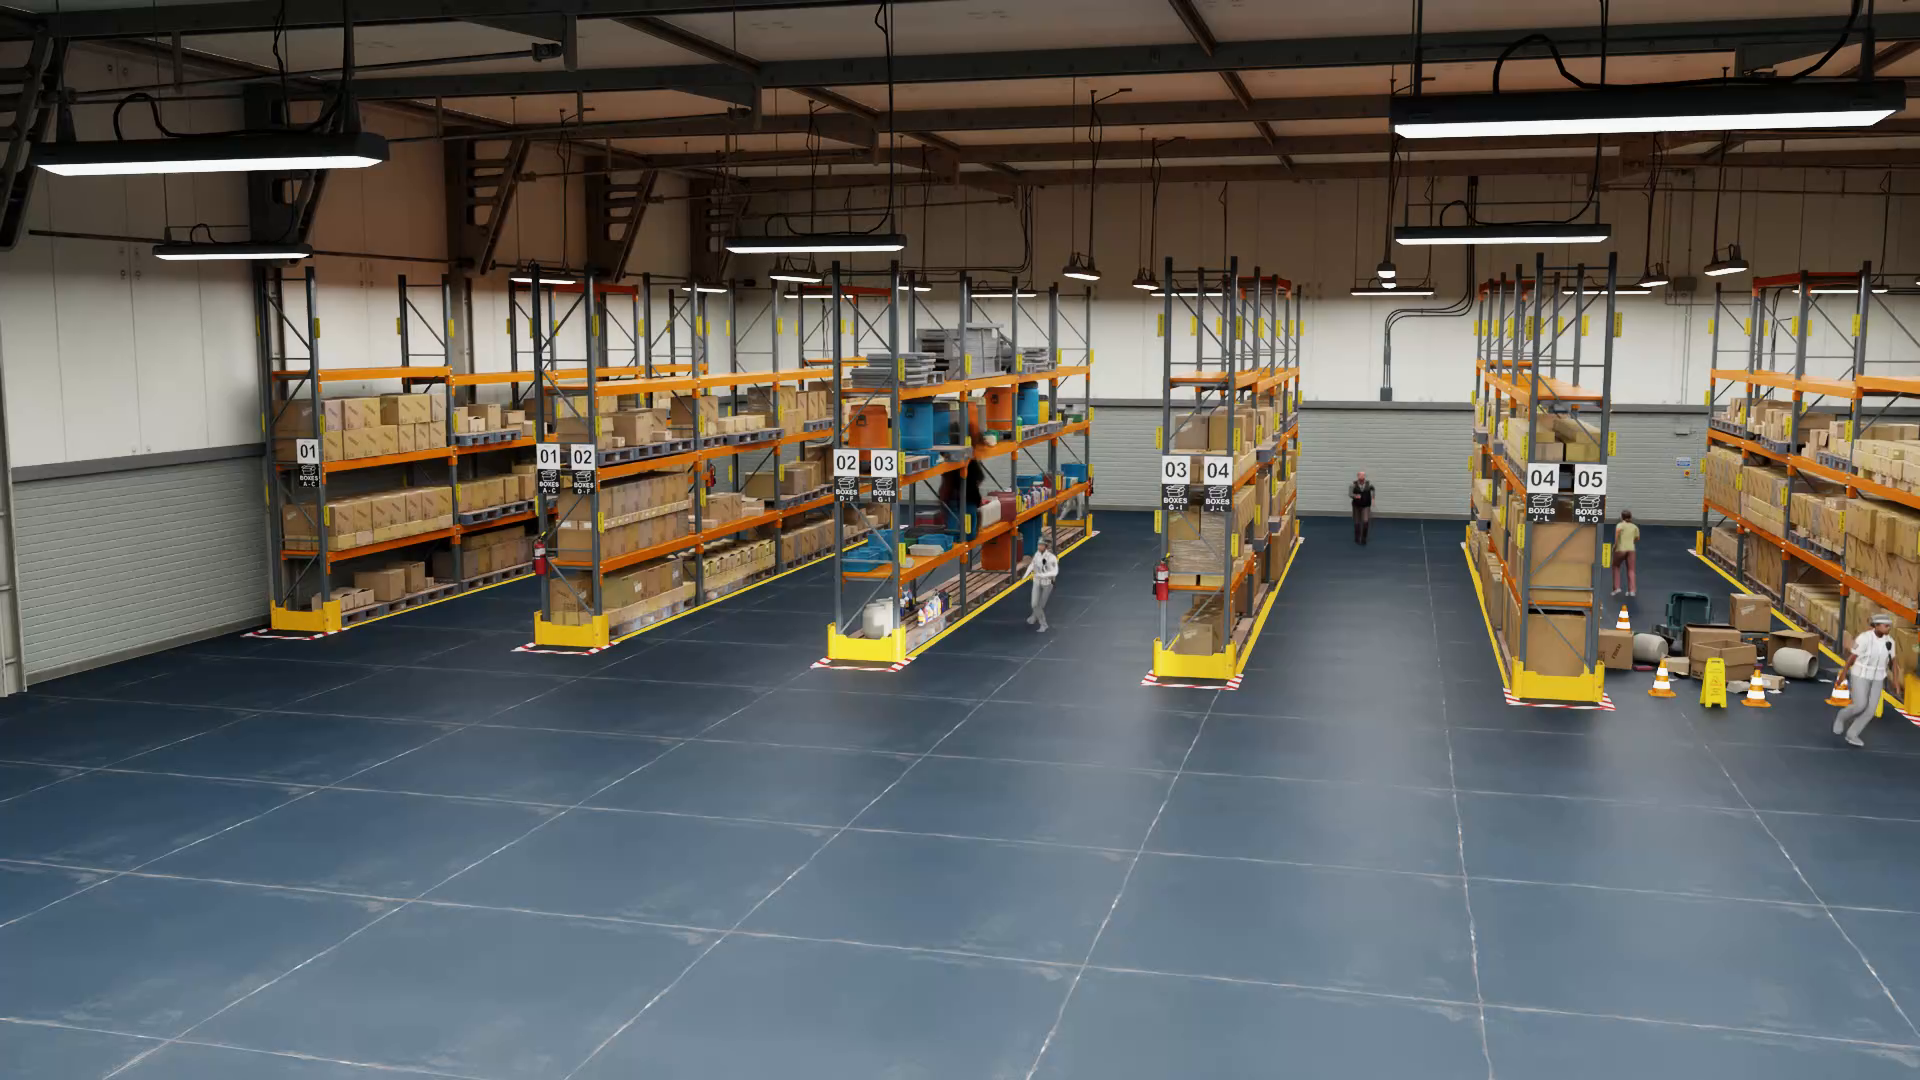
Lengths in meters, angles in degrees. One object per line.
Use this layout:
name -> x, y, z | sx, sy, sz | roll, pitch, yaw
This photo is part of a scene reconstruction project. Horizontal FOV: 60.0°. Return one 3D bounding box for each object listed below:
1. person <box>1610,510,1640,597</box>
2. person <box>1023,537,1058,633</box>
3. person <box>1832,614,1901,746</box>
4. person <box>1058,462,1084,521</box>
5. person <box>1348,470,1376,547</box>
person -> 12.413, 0.274, 30.995 | 0.572, 1.637, 0.937 | 1, 7, 7
person -> 1.372, 0.721, 27.695 | 0.711, 1.630, 0.638 | 4, 8, 26
person -> 10.939, 1.668, 20.017 | 0.581, 1.621, 0.570 | -1, 7, -4
person -> 2.893, -1.133, 41.664 | 0.637, 1.679, 0.938 | -6, 9, -40
person -> 9.292, -0.726, 38.498 | 0.630, 1.774, 0.833 | 2, 7, 13
